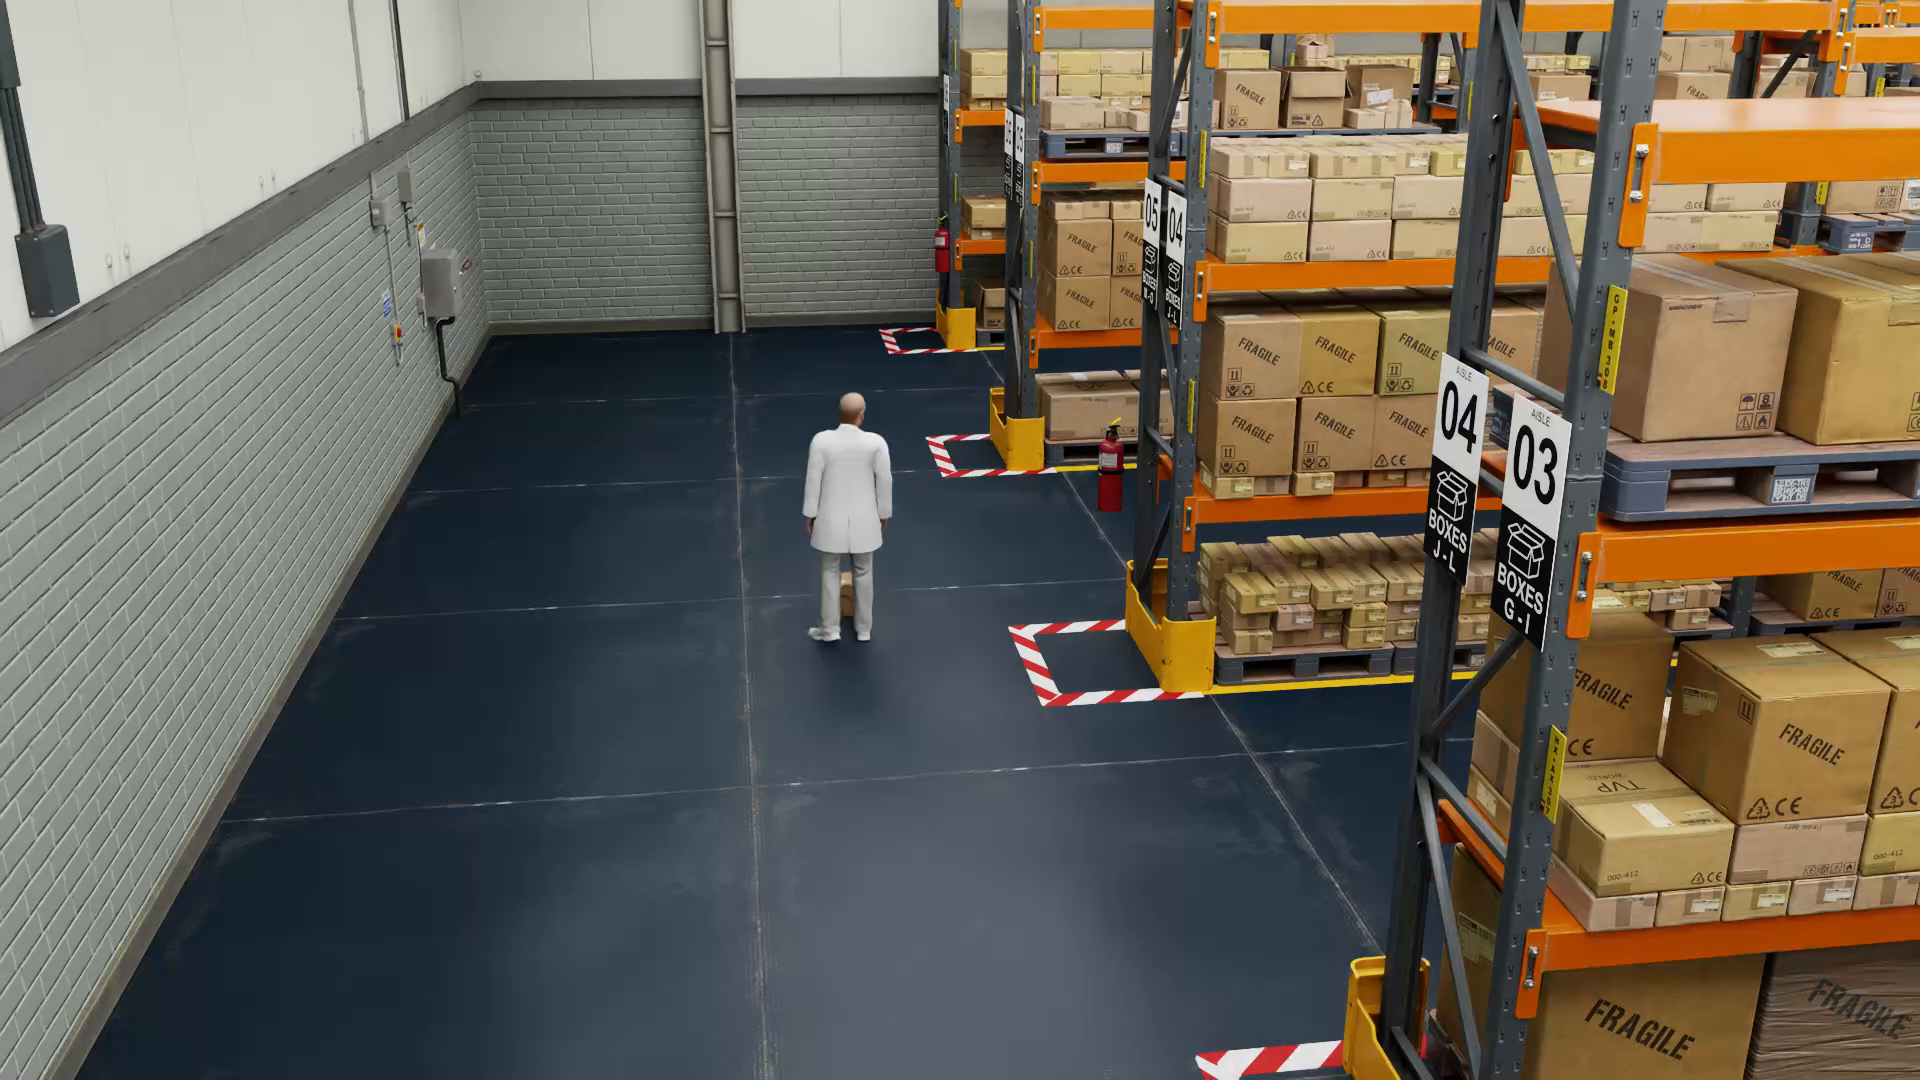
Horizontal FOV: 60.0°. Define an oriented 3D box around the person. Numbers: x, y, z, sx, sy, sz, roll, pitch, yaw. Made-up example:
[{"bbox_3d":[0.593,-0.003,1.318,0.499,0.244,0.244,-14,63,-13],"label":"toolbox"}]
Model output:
[{"bbox_3d":[-0.784,-0.153,11.551,0.623,1.822,0.412,-2,20,-6],"label":"person"}]
